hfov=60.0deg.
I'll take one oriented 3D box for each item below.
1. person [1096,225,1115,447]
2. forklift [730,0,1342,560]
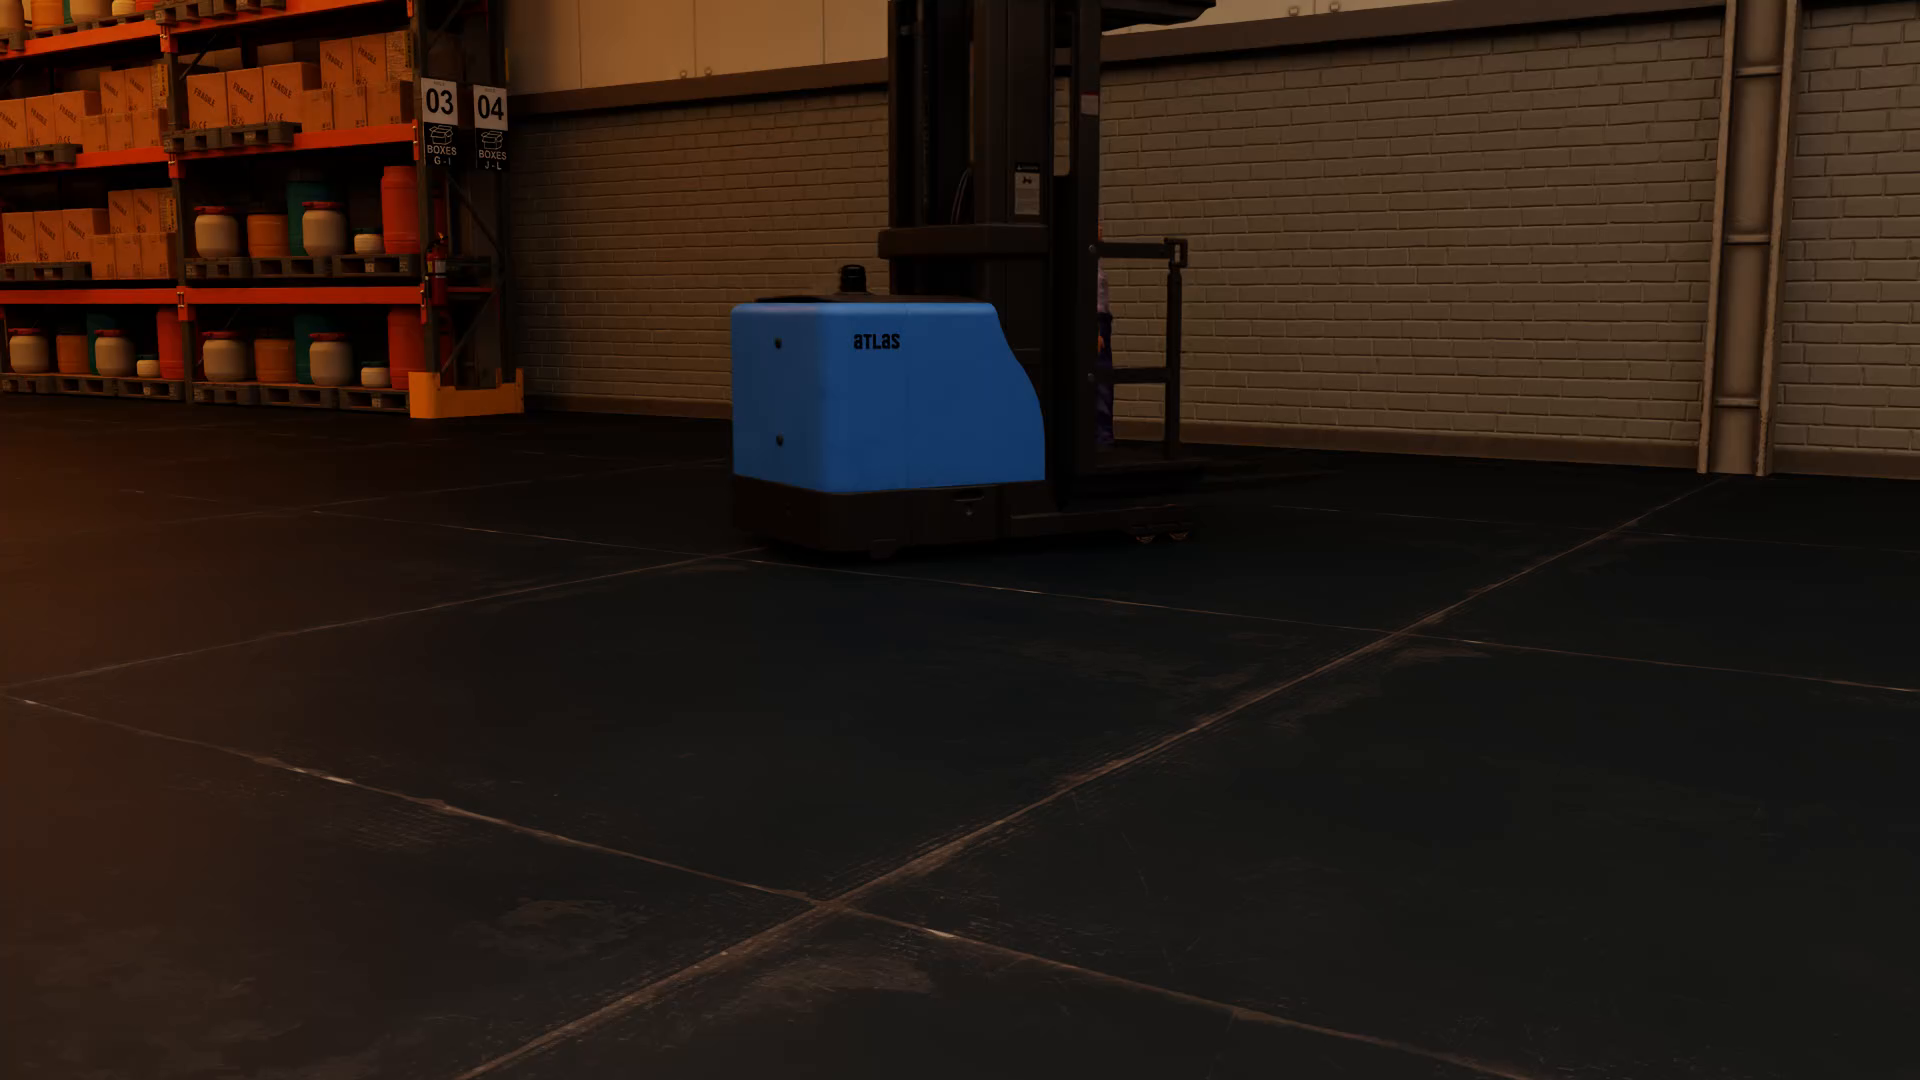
[{"bbox_3d":[0.894,-1.239,10.419,0.504,1.650,0.596,1,8,5],"label":"person"},{"bbox_3d":[0.482,-1.500,7.739,3.031,2.935,1.130,-5,10,-32],"label":"forklift"}]
